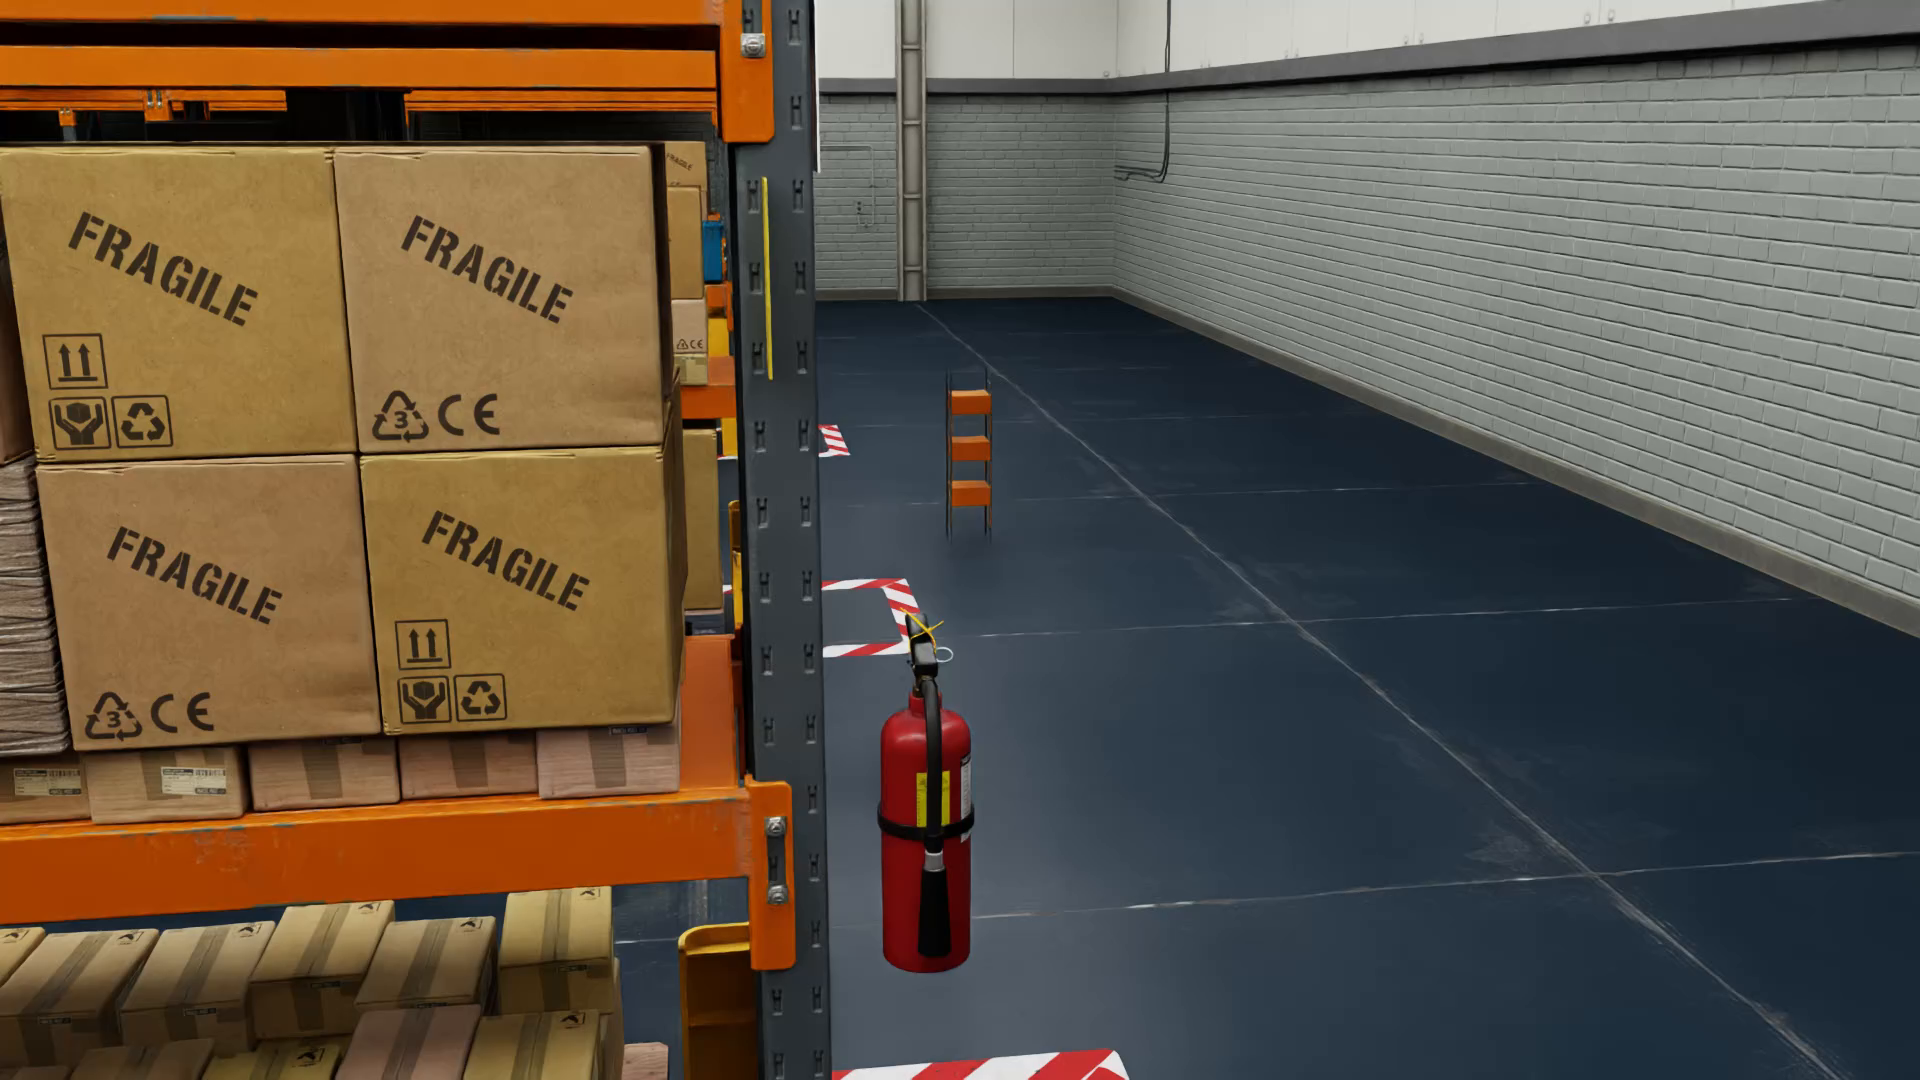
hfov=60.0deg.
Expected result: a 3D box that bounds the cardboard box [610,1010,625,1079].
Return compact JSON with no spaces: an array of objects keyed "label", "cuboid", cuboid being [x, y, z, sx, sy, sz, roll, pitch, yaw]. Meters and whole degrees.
[{"label":"cardboard box","cuboid":[-0.948,1.269,3.993,0.250,0.149,0.380,-2,14,-7]}]

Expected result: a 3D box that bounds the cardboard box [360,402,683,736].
[{"label":"cardboard box","cuboid":[-0.788,0.033,3.105,0.500,0.500,0.500,-2,14,-7]}]

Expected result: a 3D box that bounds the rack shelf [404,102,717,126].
[{"label":"rack shelf","cuboid":[-4.471,-4.465,17.173,4.000,0.370,1.077,-2,14,-8]}]

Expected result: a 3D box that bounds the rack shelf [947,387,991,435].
[{"label":"rack shelf","cuboid":[0.053,-0.776,10.035,0.240,0.259,0.215,-2,14,-8]}]

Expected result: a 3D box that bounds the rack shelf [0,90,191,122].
[{"label":"rack shelf","cuboid":[-7.692,-3.129,11.844,4.000,0.370,1.077,-2,14,-8]}]

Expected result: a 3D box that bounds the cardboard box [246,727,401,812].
[{"label":"cardboard box","cuboid":[-1.159,0.362,3.127,0.250,0.149,0.380,-2,14,-9]}]

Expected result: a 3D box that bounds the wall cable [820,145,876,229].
[{"label":"wall cable","cuboid":[-2.109,-5.390,23.459,1.851,1.984,0.084,-2,14,-8]}]

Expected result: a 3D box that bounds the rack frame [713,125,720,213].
[{"label":"rack frame","cuboid":[-3.235,-4.623,22.490,0.127,3.000,1.000,-2,14,-8]}]

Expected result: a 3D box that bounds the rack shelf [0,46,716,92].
[{"label":"rack shelf","cuboid":[-2.998,-2.082,7.671,4.000,0.370,1.077,-2,14,-8]}]

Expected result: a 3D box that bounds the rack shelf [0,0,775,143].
[{"label":"rack shelf","cuboid":[-2.359,-0.886,2.899,4.000,0.370,1.077,-2,14,-8]}]

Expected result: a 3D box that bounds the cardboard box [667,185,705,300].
[{"label":"cardboard box","cuboid":[-1.463,-1.403,7.806,0.500,0.500,0.500,-2,14,-8]}]

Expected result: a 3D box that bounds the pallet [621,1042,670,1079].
[{"label":"pallet","cuboid":[-1.266,1.524,3.710,1.213,0.211,1.003,-2,14,-8]}]

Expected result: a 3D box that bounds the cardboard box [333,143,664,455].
[{"label":"cardboard box","cuboid":[-0.797,-0.453,2.991,0.500,0.500,0.500,-2,14,-9]}]

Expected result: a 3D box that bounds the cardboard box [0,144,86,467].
[{"label":"cardboard box","cuboid":[-1.811,-0.414,2.834,0.500,0.500,0.500,-1,14,-5]}]

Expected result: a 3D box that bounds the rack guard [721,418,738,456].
[{"label":"rack guard","cuboid":[-1.737,-1.032,13.308,0.348,0.500,1.175,-2,14,-8]}]

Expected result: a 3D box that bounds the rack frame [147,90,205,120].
[{"label":"rack frame","cuboid":[-5.714,-2.095,12.410,0.127,3.000,1.000,-2,14,-8]}]

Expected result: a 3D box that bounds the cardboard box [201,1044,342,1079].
[{"label":"cardboard box","cuboid":[-1.362,1.154,3.229,0.250,0.149,0.380,-2,14,-10]}]

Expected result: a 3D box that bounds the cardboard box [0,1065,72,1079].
[{"label":"cardboard box","cuboid":[-1.885,1.171,3.160,0.250,0.149,0.380,-2,14,-6]}]

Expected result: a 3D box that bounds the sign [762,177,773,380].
[{"label":"sign","cuboid":[-0.319,-0.433,2.751,0.005,0.325,0.100,-2,14,-8]}]

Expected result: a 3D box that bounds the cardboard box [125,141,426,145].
[{"label":"cardboard box","cuboid":[-1.363,-0.558,3.406,0.500,0.500,0.500,-2,14,-7]}]

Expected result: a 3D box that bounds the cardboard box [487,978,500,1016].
[{"label":"cardboard box","cuboid":[-1.217,1.136,3.910,0.250,0.149,0.380,-2,14,-9]}]

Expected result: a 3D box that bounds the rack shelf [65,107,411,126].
[{"label":"rack shelf","cuboid":[-9.168,-5.512,21.346,4.000,0.370,1.077,-2,14,-8]}]

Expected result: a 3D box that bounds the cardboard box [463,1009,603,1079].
[{"label":"cardboard box","cuboid":[-0.868,1.119,3.369,0.250,0.149,0.380,-2,14,-8]}]

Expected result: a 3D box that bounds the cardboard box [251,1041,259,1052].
[{"label":"cardboard box","cuboid":[-1.716,1.150,3.857,0.250,0.149,0.380,-2,14,-7]}]

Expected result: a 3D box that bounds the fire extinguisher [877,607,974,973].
[{"label":"fire extinguisher","cuboid":[-0.064,0.468,3.114,0.183,0.674,0.296,-2,14,-8]}]

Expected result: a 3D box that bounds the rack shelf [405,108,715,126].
[{"label":"rack shelf","cuboid":[-5.212,-5.657,21.924,4.000,0.370,1.077,-2,14,-8]}]

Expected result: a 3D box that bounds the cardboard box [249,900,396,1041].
[{"label":"cardboard box","cuboid":[-1.473,0.993,3.870,0.250,0.149,0.380,-2,14,-8]}]

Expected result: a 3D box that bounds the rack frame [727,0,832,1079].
[{"label":"rack frame","cuboid":[-0.382,0.147,3.469,0.053,2.616,0.949,-2,14,-8]}]

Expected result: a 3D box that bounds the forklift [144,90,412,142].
[{"label":"forklift","cuboid":[-4.160,-1.504,10.193,3.031,2.935,1.130,1,14,4]}]

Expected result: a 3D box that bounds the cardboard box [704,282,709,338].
[{"label":"cardboard box","cuboid":[-1.536,-1.168,8.409,0.500,0.250,0.500,-2,14,-10]}]

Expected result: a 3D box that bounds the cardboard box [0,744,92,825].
[{"label":"cardboard box","cuboid":[-1.673,0.380,3.058,0.250,0.149,0.380,-3,14,-11]}]

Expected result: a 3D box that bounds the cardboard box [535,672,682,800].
[{"label":"cardboard box","cuboid":[-0.662,0.350,3.178,0.250,0.149,0.380,-2,14,-8]}]

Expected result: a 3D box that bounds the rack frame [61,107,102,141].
[{"label":"rack frame","cuboid":[-11.145,-4.333,21.334,0.127,3.000,1.000,-2,14,-8]}]

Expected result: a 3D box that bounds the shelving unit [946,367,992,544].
[{"label":"shelving unit","cuboid":[0.053,-0.511,10.102,0.252,1.050,0.215,-2,14,-8]}]

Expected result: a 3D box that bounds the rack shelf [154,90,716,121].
[{"label":"rack shelf","cuboid":[-3.736,-3.274,12.422,4.000,0.370,1.077,-2,14,-8]}]

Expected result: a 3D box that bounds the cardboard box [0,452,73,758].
[{"label":"cardboard box","cuboid":[-1.798,0.071,2.954,0.500,0.500,0.500,-2,14,-8]}]

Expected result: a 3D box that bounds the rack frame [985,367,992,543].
[{"label":"rack frame","cuboid":[0.174,-0.516,10.119,0.008,1.050,0.200,-2,14,-8]}]

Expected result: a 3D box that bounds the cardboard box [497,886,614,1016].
[{"label":"cardboard box","cuboid":[-0.951,0.976,3.939,0.250,0.149,0.380,-3,14,-11]}]

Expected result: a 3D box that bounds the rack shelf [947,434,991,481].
[{"label":"rack shelf","cuboid":[0.053,-0.501,10.104,0.240,0.259,0.215,-2,14,-8]}]

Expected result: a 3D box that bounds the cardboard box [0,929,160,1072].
[{"label":"cardboard box","cuboid":[-1.982,1.030,3.724,0.250,0.149,0.380,-2,14,-6]}]

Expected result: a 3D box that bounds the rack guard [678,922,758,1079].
[{"label":"rack guard","cuboid":[-0.457,1.363,3.759,0.348,0.500,1.175,-2,14,-8]}]

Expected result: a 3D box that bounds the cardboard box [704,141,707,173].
[{"label":"cardboard box","cuboid":[-2.971,-4.013,17.795,0.500,0.500,0.500,-2,14,-7]}]

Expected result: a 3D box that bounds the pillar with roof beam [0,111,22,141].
[{"label":"pillar with roof beam","cuboid":[-11.918,-6.369,17.117,0.400,9.000,9.100,-2,14,-8]}]
